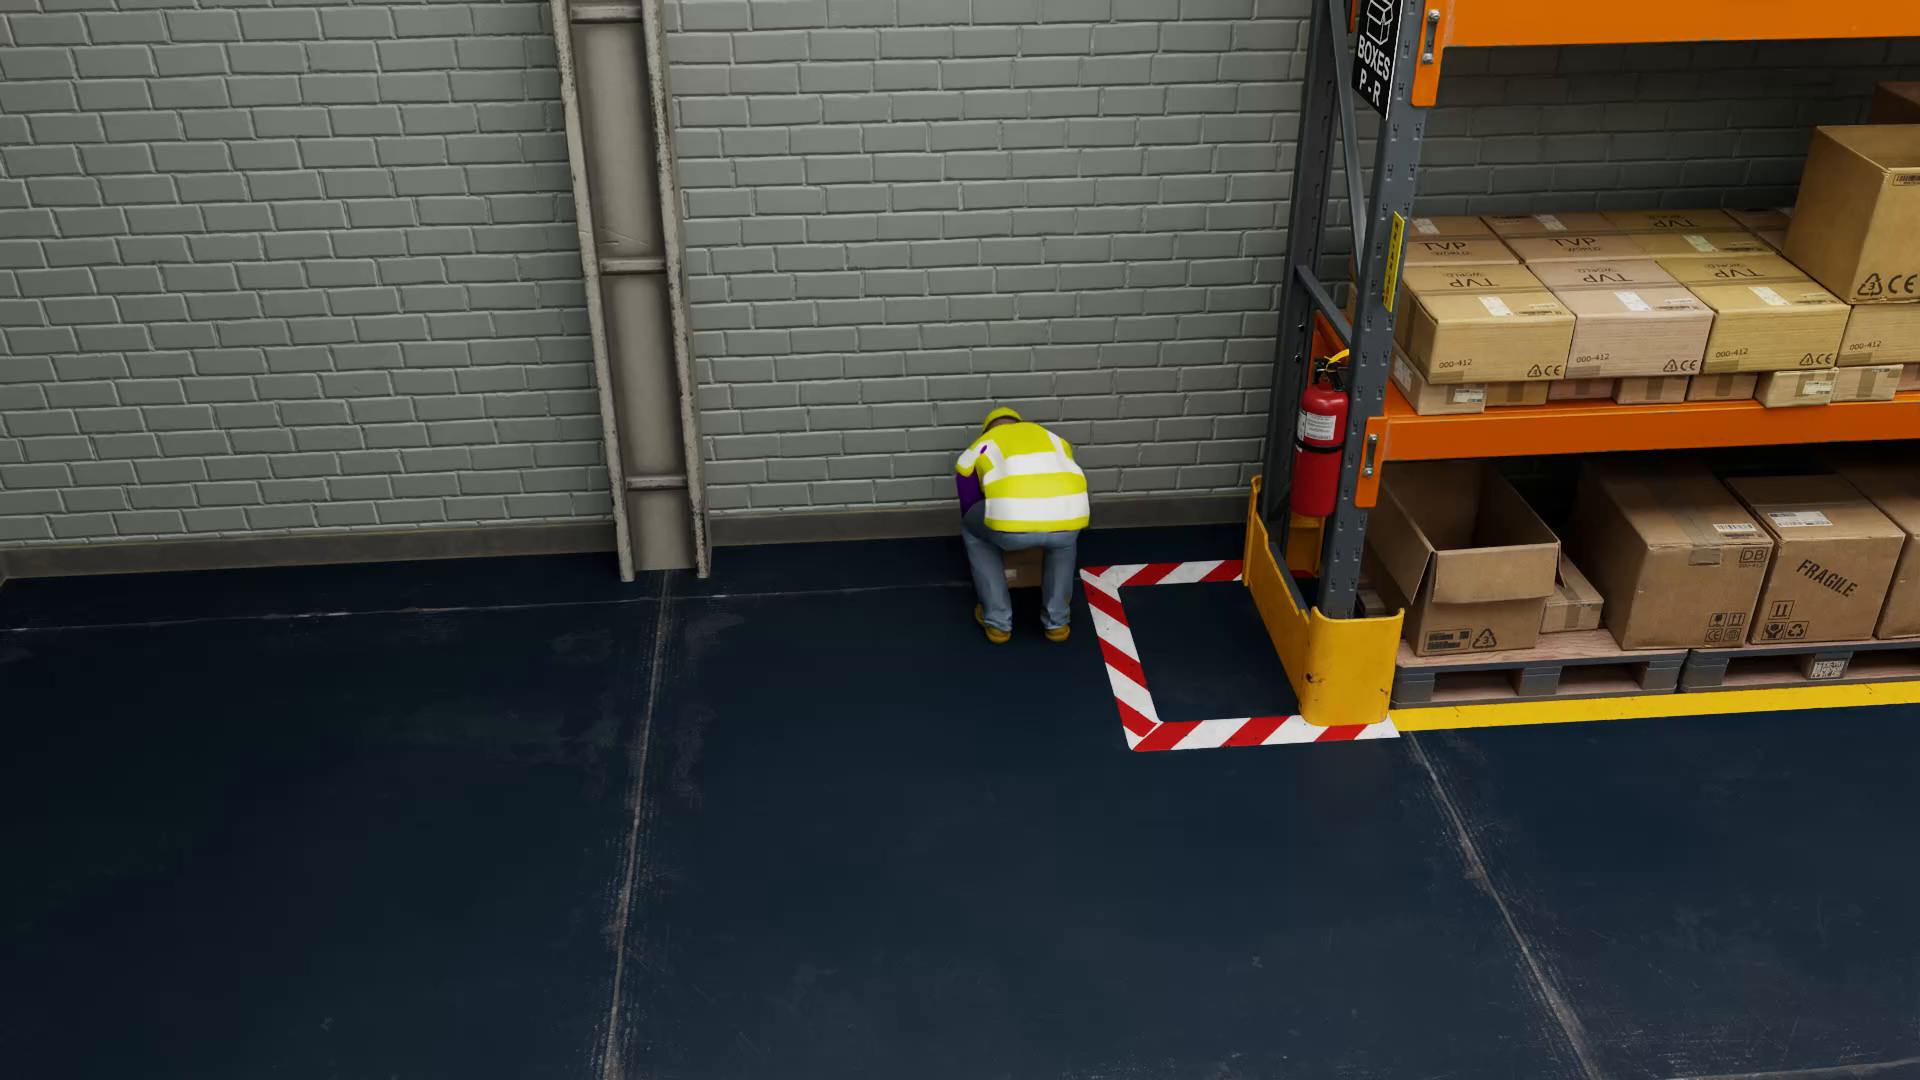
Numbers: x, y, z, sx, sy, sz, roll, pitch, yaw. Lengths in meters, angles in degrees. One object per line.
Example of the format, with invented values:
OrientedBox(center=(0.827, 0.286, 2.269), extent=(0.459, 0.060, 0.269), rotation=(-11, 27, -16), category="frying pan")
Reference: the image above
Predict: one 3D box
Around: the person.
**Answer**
OrientedBox(center=(0.247, -0.340, 7.011), extent=(0.472, 1.420, 0.886), rotation=(-3, 31, -6), category="person")
